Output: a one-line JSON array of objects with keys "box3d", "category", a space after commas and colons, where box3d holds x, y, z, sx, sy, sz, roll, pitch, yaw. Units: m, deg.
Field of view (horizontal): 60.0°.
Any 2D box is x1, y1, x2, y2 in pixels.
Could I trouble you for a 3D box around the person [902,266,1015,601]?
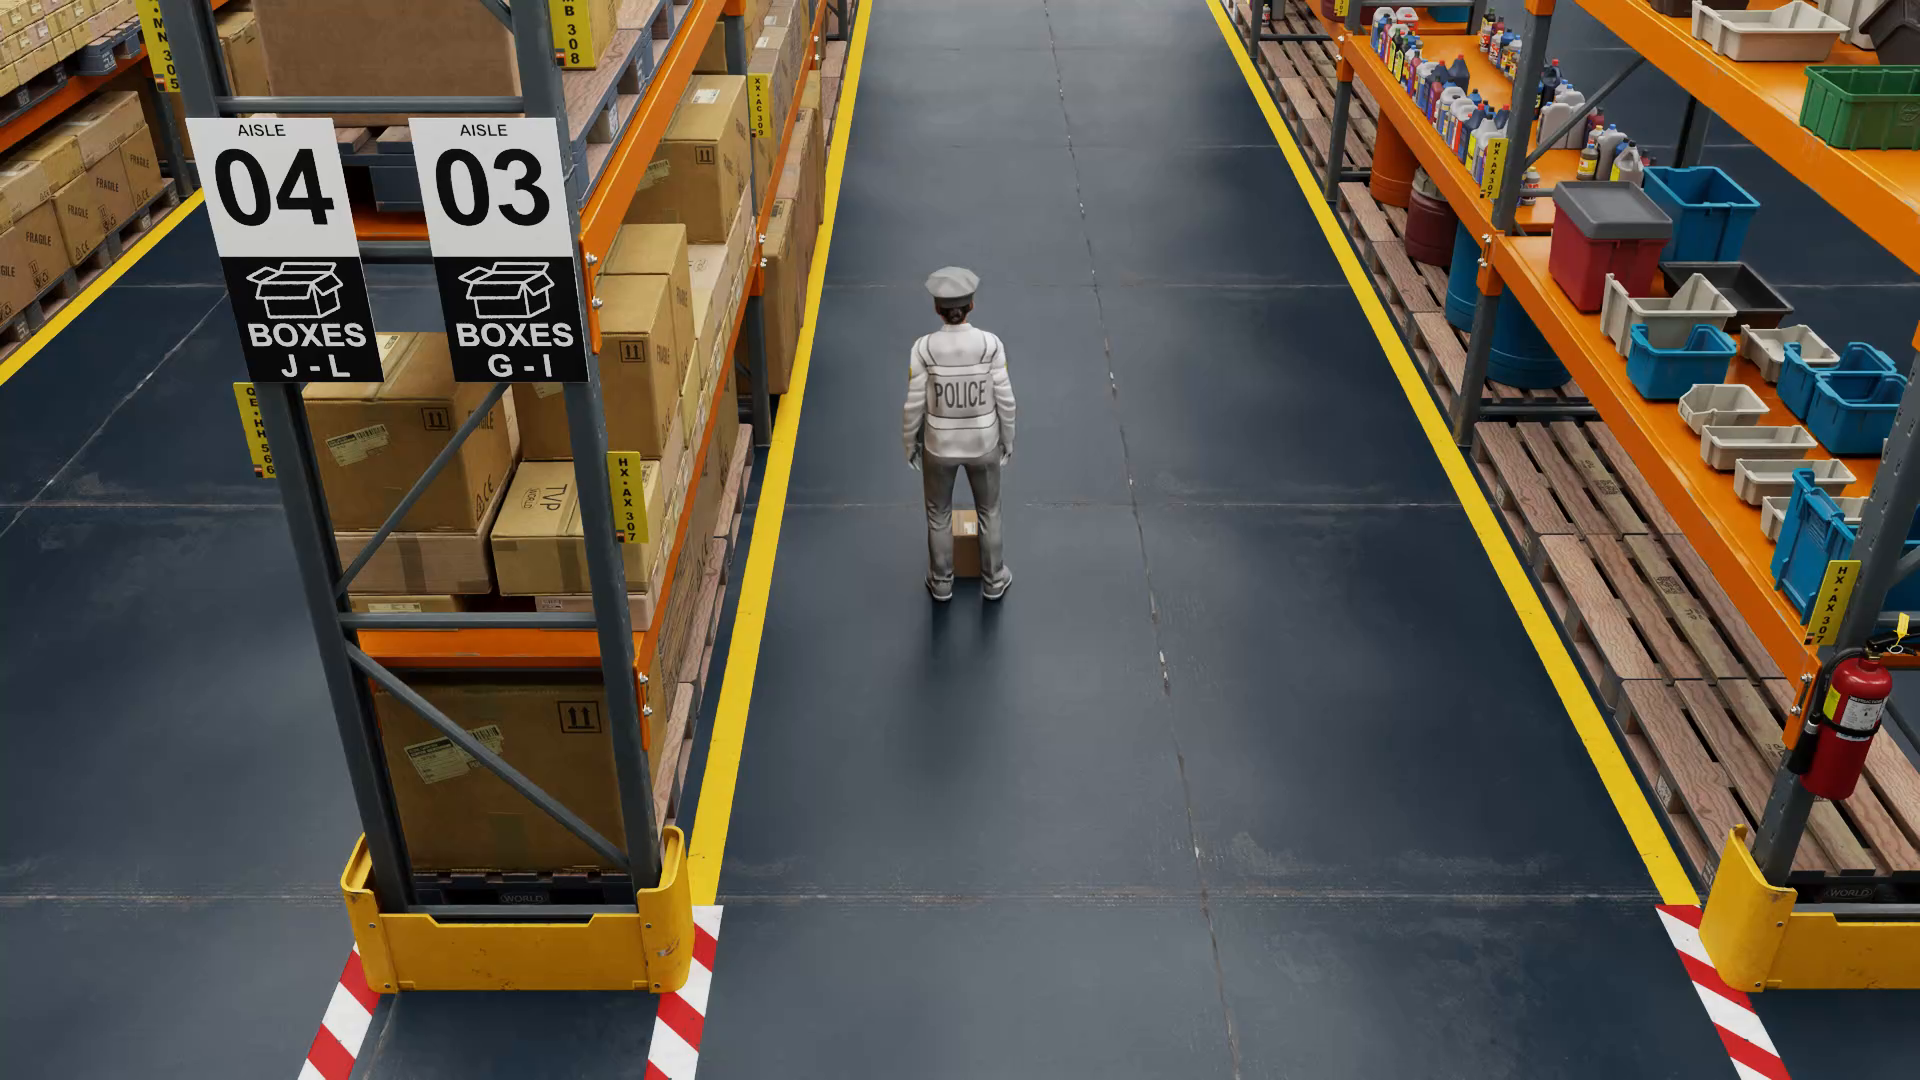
[{"box3d": [-0.003, -0.454, 7.866, 0.541, 1.662, 0.375, -2, 32, -3], "category": "person"}]
